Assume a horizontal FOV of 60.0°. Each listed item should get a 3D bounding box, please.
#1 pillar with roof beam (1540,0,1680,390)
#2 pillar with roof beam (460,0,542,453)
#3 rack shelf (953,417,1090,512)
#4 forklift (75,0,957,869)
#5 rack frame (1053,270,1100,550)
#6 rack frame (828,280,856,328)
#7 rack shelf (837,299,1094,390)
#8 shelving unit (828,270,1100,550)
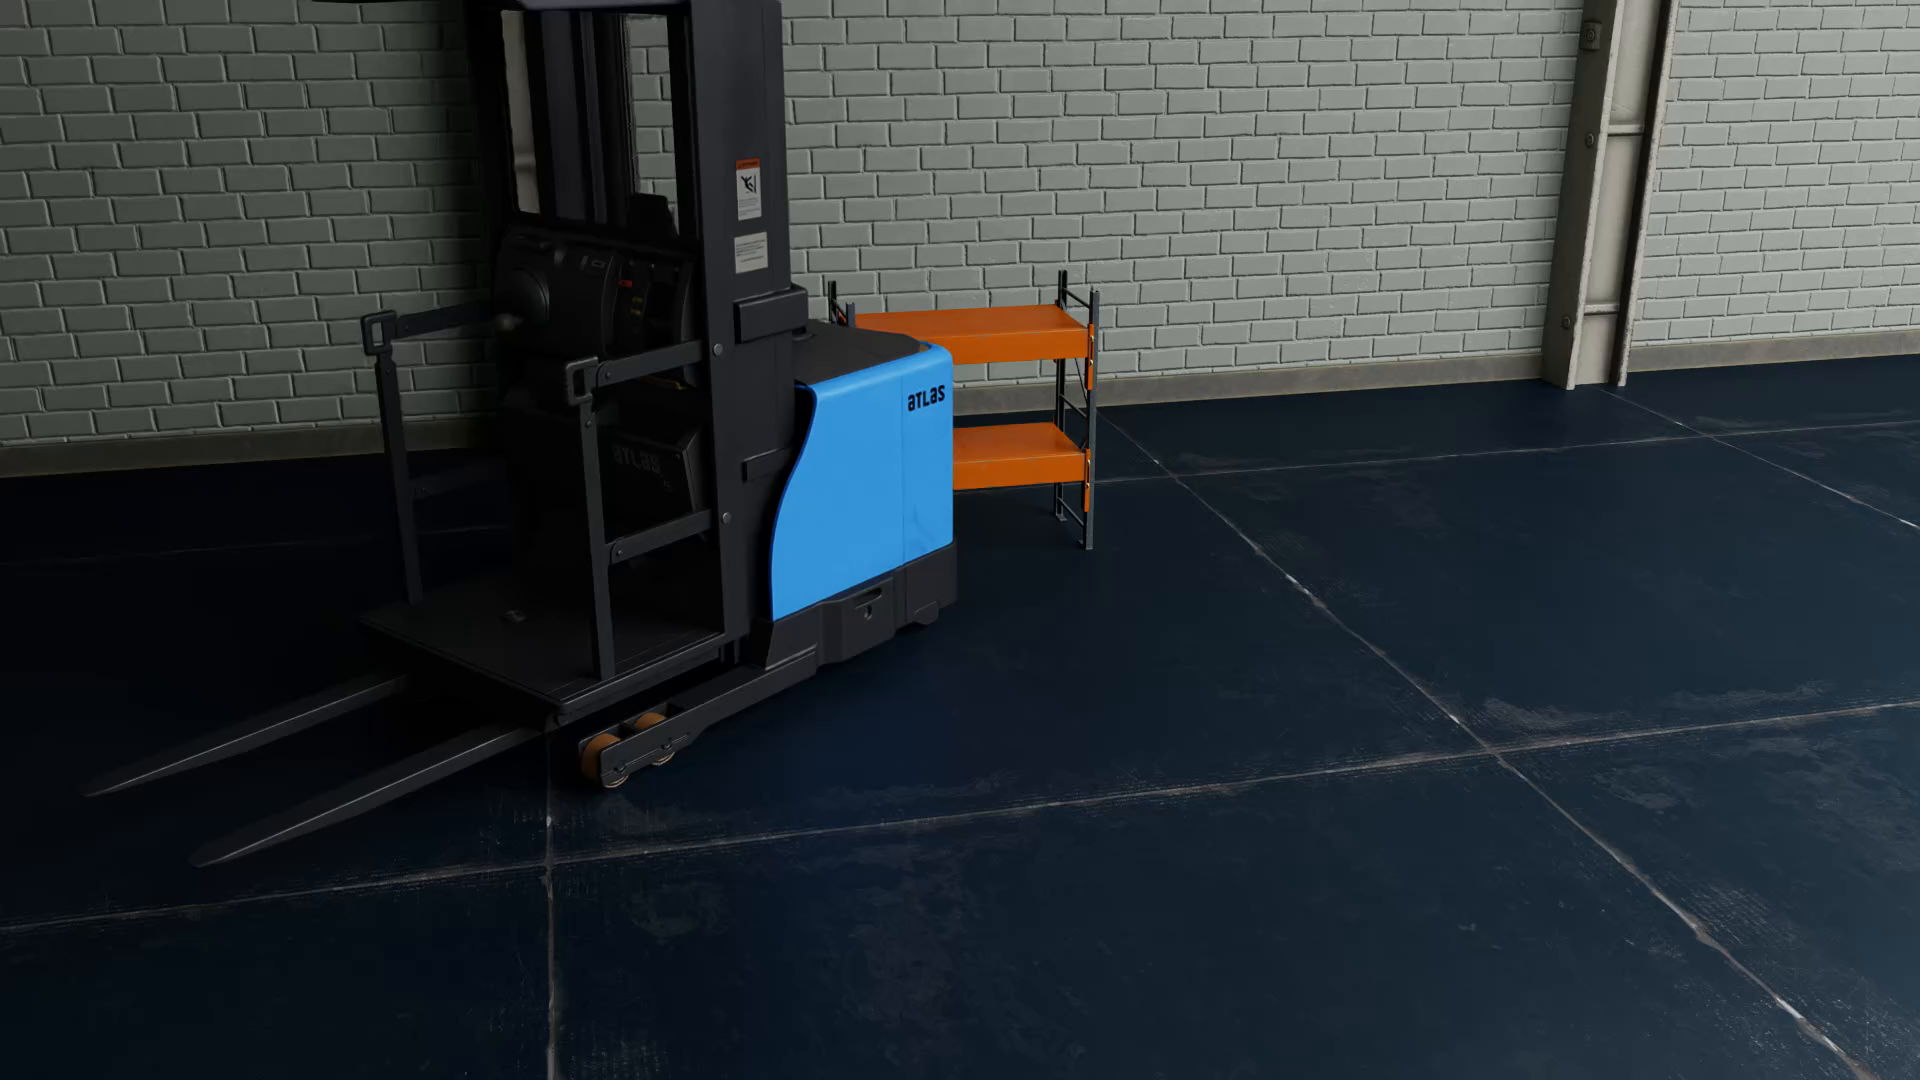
[{"bbox_3d":[4.688,-3.730,4.415,0.400,9.000,9.100,-5,21,-12],"label":"pillar with roof beam"},{"bbox_3d":[-1.151,-3.255,3.118,0.400,9.000,9.100,-5,21,-12],"label":"pillar with roof beam"},{"bbox_3d":[0.007,-0.299,7.207,1.000,0.278,0.538,-5,21,-12],"label":"rack shelf"},{"bbox_3d":[-1.317,-0.793,5.218,1.130,2.935,3.031,15,25,36],"label":"forklift"},{"bbox_3d":[0.501,-0.569,7.232,0.032,1.125,0.500,-5,21,-12],"label":"rack frame"},{"bbox_3d":[-0.488,-0.488,7.013,0.032,1.125,0.500,-5,21,-12],"label":"rack frame"},{"bbox_3d":[0.007,-0.804,7.022,1.000,0.278,0.538,-5,21,-12],"label":"rack shelf"},{"bbox_3d":[0.007,-0.529,7.123,1.048,1.125,0.538,-5,21,-12],"label":"shelving unit"}]
